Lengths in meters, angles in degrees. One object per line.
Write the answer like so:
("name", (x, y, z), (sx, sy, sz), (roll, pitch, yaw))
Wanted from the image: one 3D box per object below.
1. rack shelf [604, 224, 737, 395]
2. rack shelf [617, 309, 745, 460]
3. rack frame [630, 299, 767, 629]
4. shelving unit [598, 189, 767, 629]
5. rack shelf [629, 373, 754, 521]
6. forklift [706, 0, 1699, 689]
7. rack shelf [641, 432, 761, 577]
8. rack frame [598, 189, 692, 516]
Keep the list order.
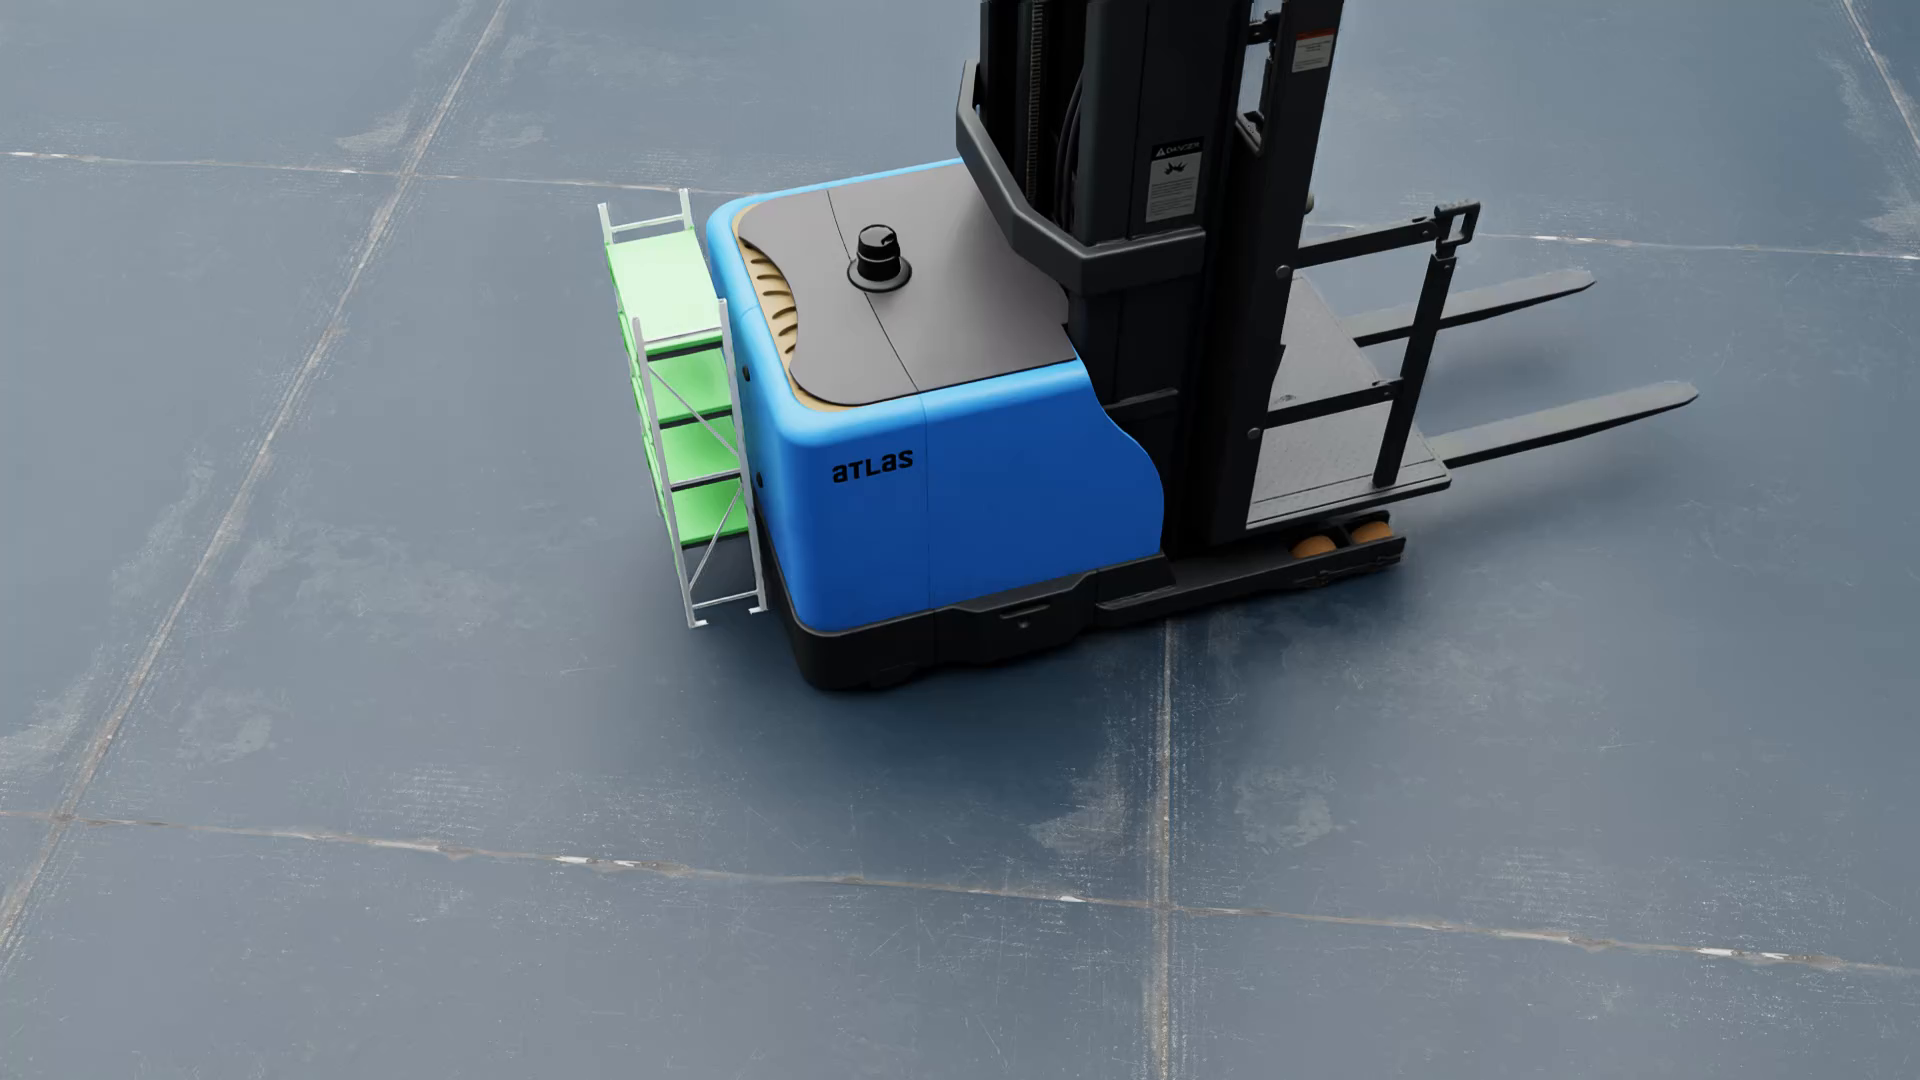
("rack shelf", (-0.777, -0.622, 4.442), (0.258, 0.148, 0.480), (-13, 49, -12))
("rack shelf", (-0.777, -0.460, 4.619), (0.258, 0.148, 0.480), (-13, 49, -12))
("rack frame", (-0.702, -0.170, 4.592), (0.240, 1.200, 0.015), (-13, 49, -12))
("shelving unit", (-0.777, -0.341, 4.749), (0.258, 1.200, 0.503), (-13, 49, -12))
("rack shelf", (-0.777, -0.298, 4.796), (0.258, 0.148, 0.480), (-13, 49, -12))
("forklift", (0.850, -1.202, 4.363), (3.031, 2.935, 1.130), (-13, 49, -12))
("rack shelf", (-0.776, -0.136, 4.973), (0.258, 0.148, 0.480), (-13, 49, -12))
("rack frame", (-0.851, -0.513, 4.906), (0.240, 1.200, 0.015), (-13, 49, -12))
